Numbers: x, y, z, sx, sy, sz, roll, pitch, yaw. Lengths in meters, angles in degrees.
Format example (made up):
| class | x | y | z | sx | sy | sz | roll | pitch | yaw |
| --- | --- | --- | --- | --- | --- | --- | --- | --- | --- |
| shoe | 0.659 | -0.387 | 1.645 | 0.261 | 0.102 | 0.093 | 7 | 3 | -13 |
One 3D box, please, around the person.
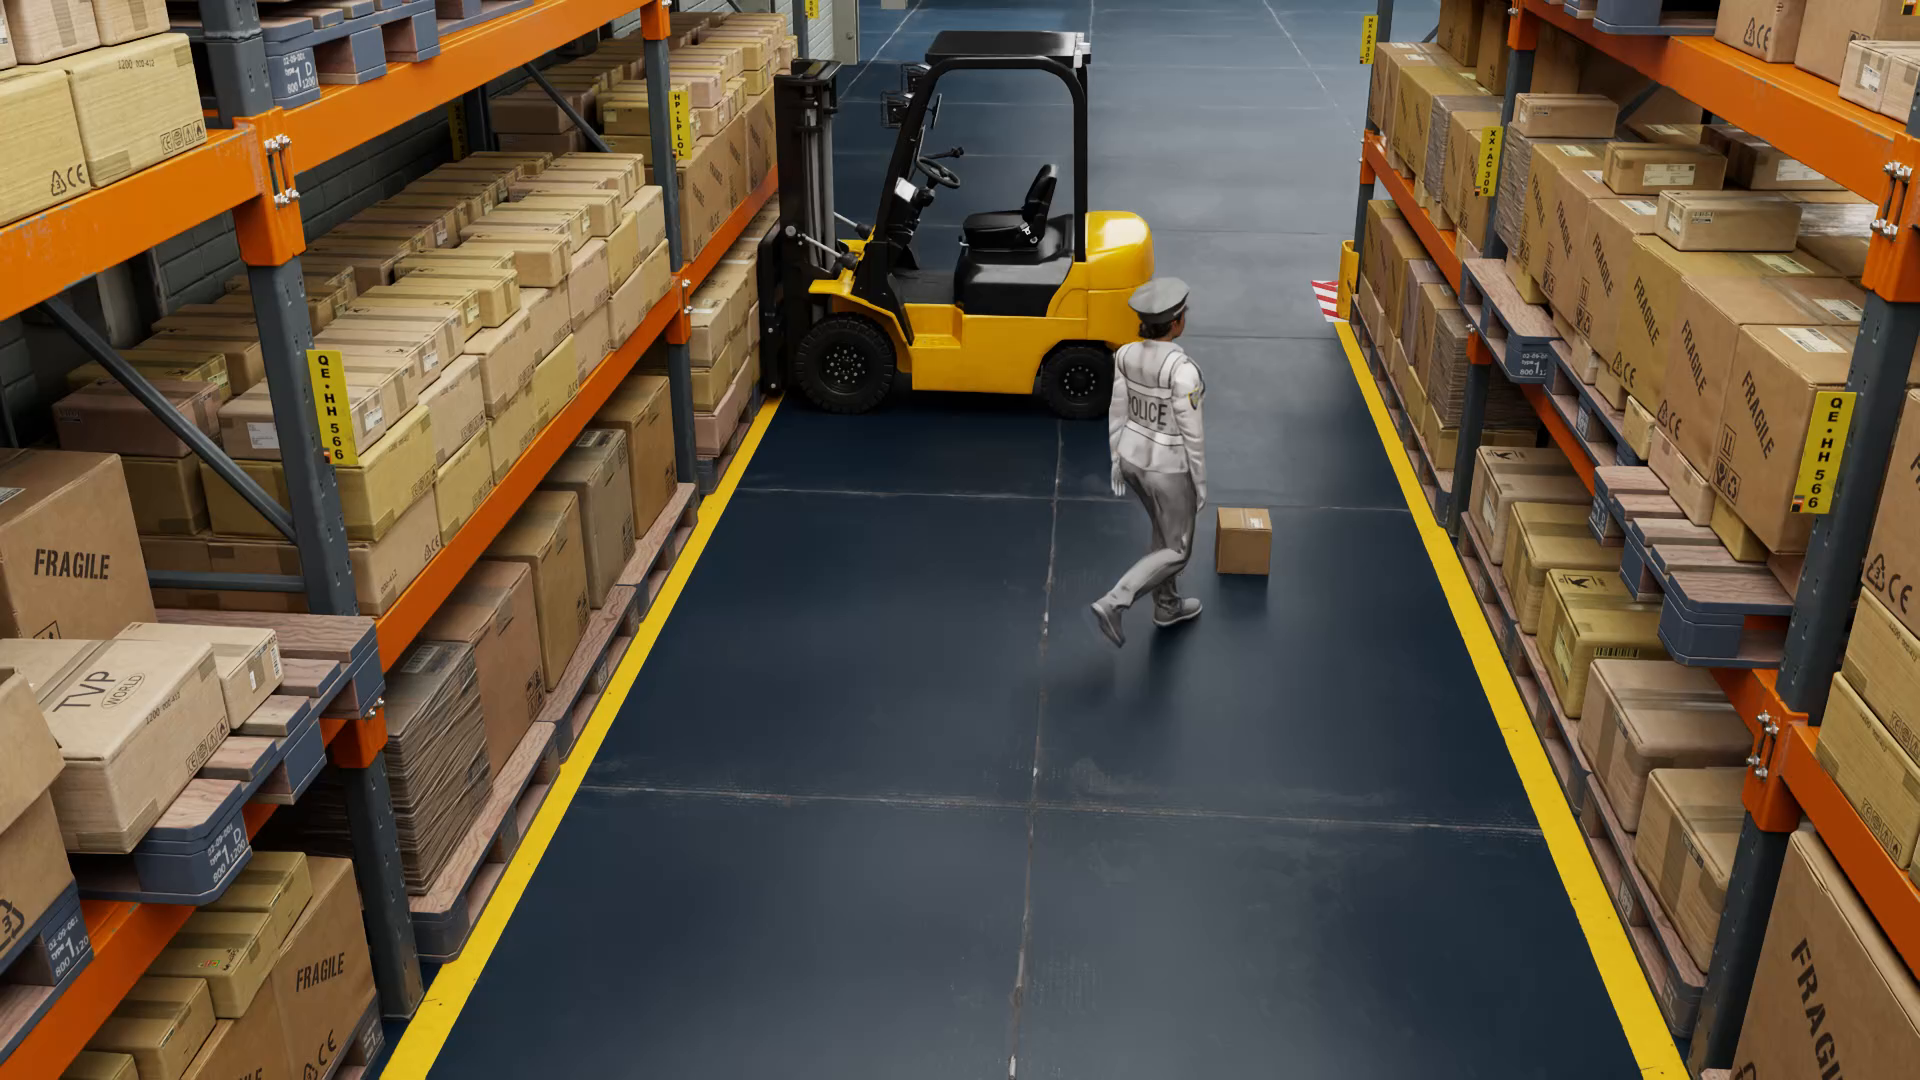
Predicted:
| class | x | y | z | sx | sy | sz | roll | pitch | yaw |
| --- | --- | --- | --- | --- | --- | --- | --- | --- | --- |
| person | 0.838 | -0.320 | 7.249 | 0.769 | 1.656 | 0.485 | -17 | 29 | -32 |
